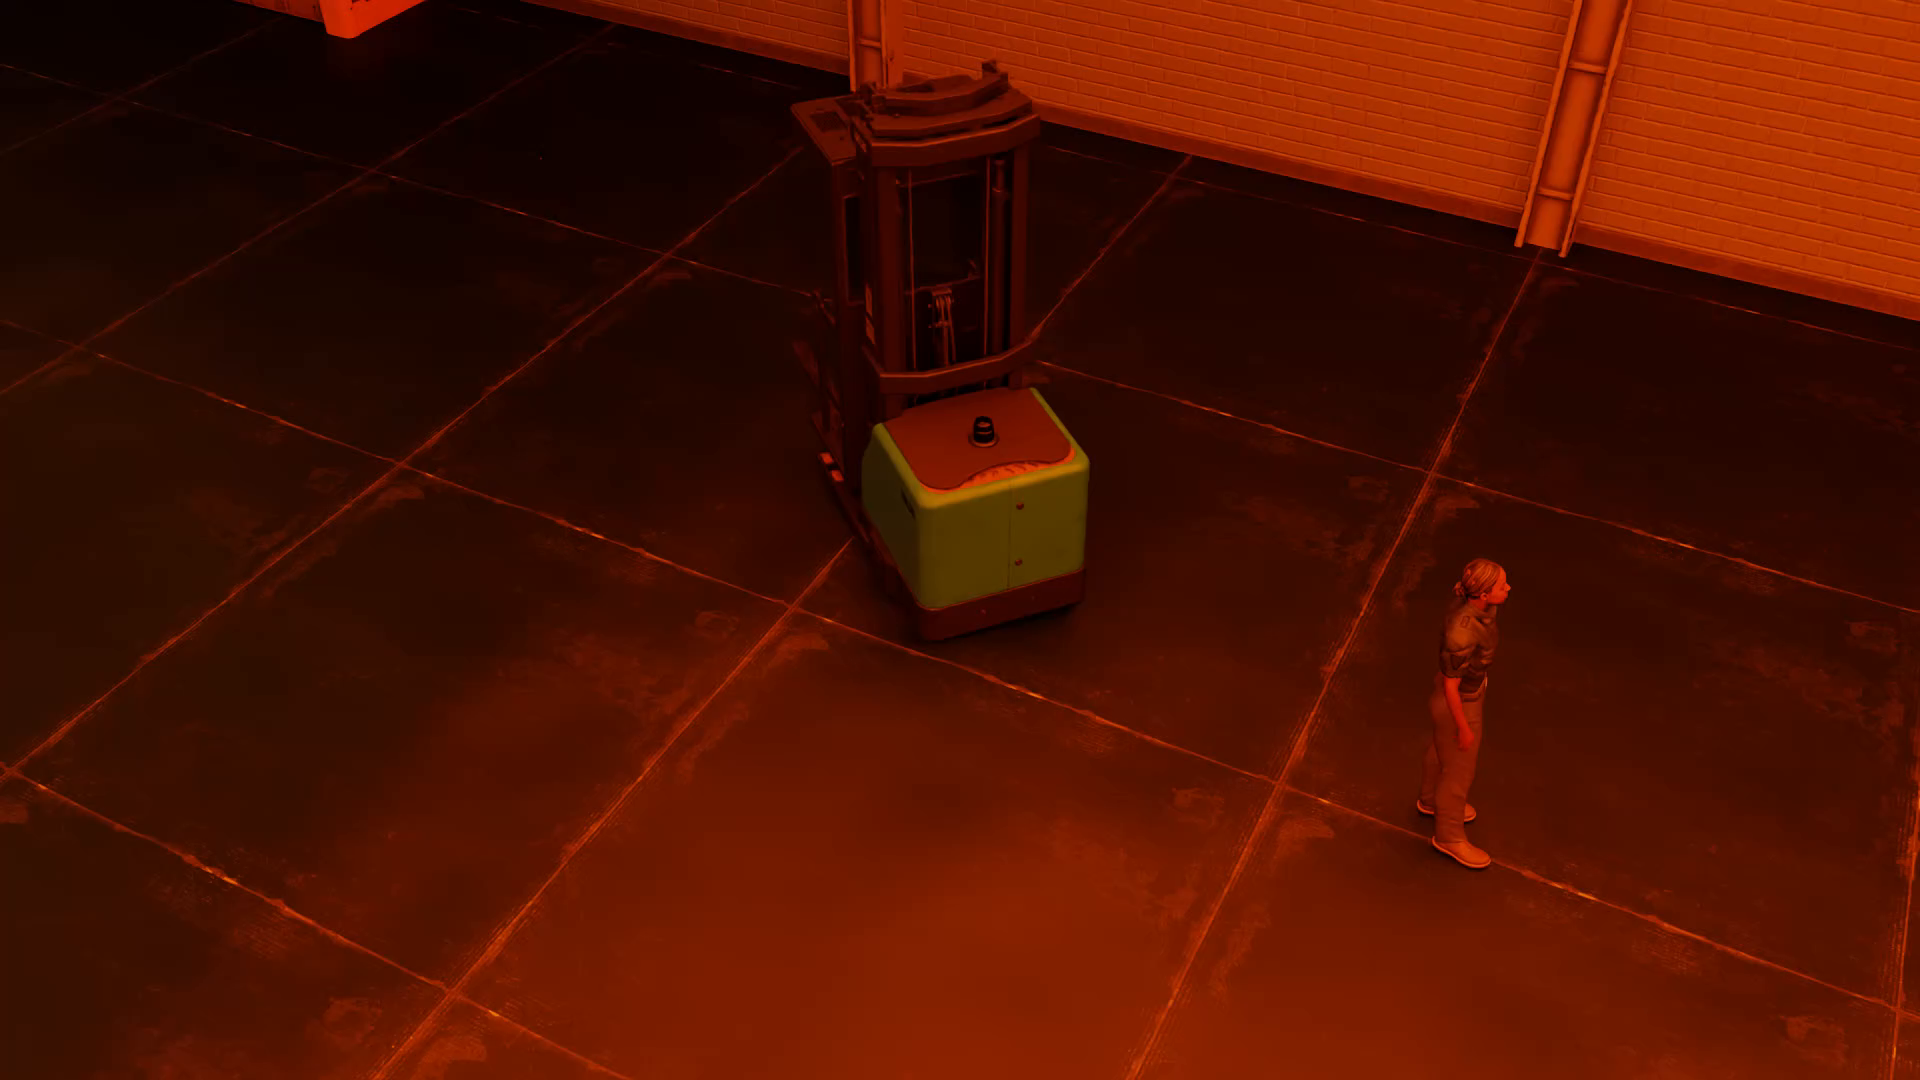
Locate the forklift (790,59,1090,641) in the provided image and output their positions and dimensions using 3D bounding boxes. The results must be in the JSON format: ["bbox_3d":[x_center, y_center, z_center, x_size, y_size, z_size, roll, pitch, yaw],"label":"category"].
[{"bbox_3d":[-0.288,-1.501,9.769,1.130,2.935,3.031,-15,42,-17],"label":"forklift"}]

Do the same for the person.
[{"bbox_3d":[2.493,0.799,8.017,0.504,1.655,0.569,14,42,16],"label":"person"}]
